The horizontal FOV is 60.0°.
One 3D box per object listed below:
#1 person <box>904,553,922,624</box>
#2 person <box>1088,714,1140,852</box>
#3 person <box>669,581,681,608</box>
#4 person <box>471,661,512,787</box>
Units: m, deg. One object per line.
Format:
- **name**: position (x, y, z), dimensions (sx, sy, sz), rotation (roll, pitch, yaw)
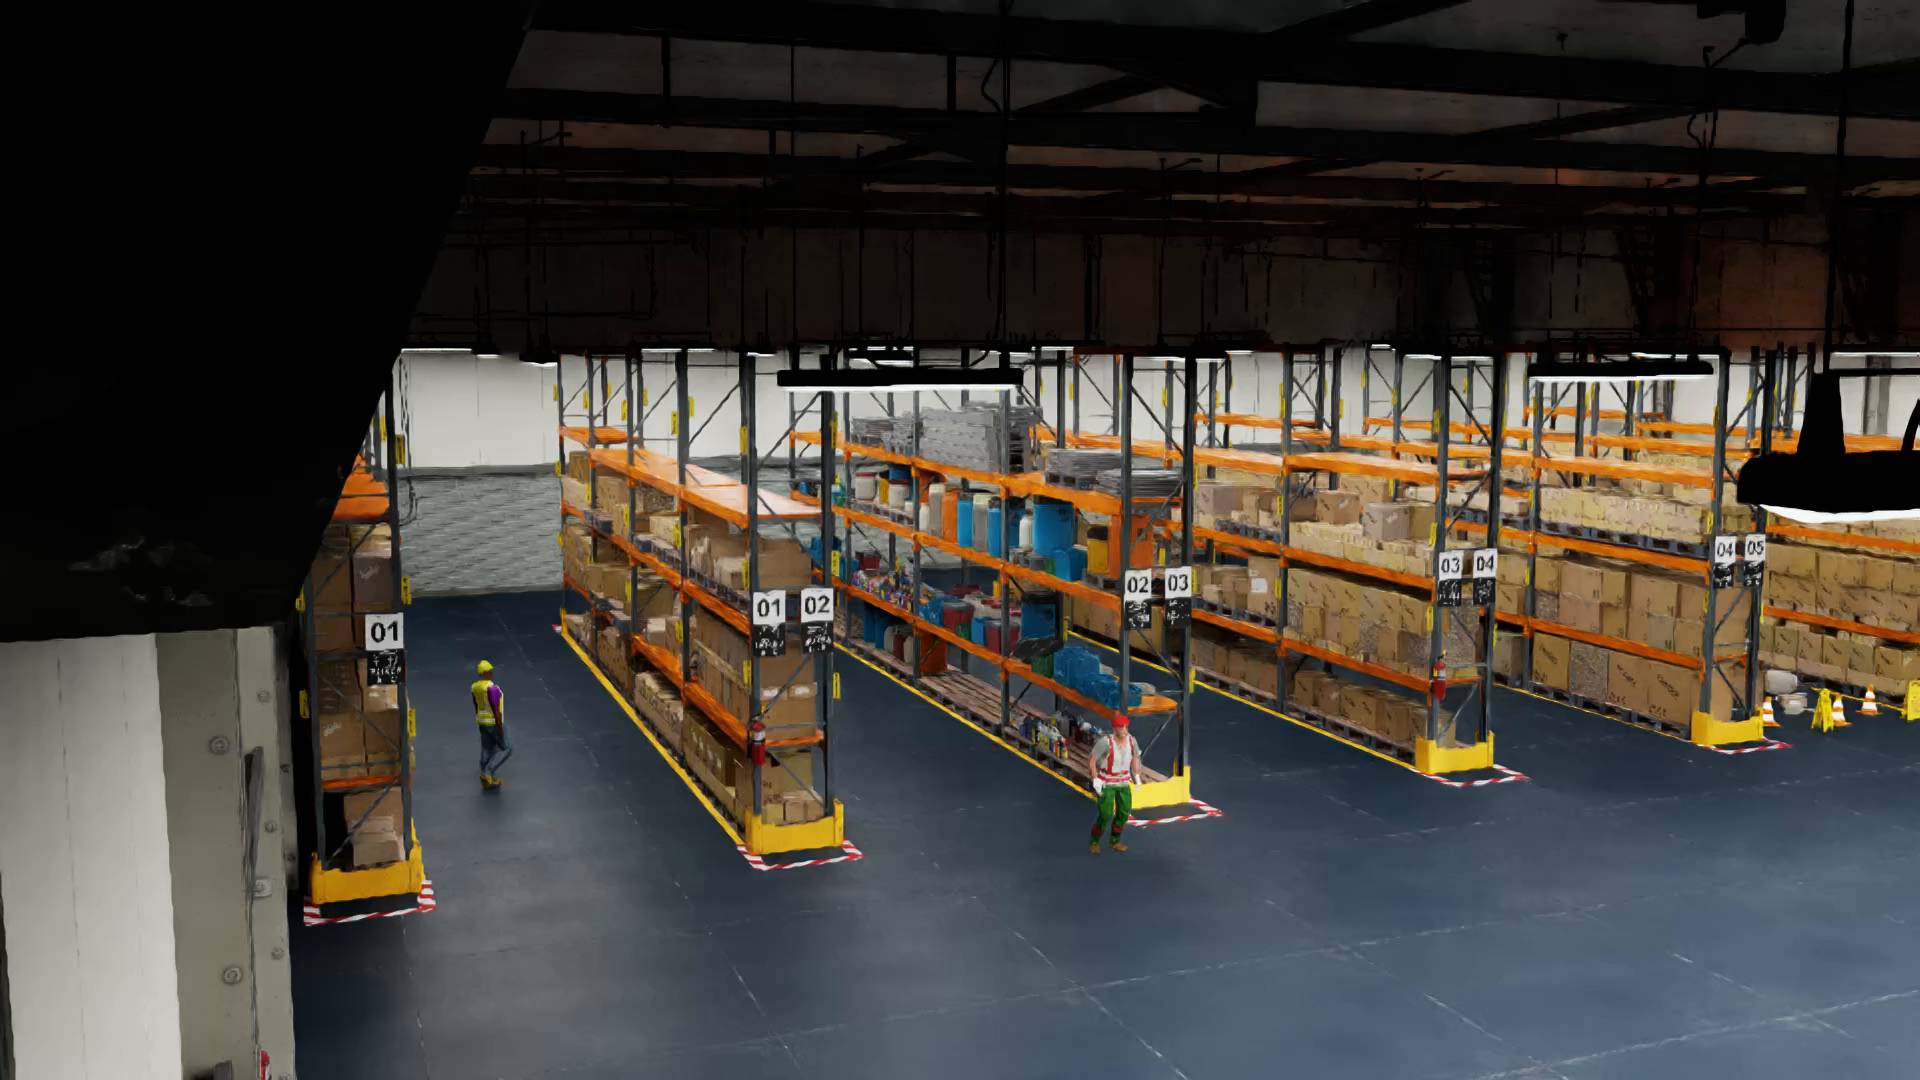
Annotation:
- **person**: position (-0.995, 1.087, 34.612), dimensions (0.363, 1.685, 0.598), rotation (-4, 8, -30)
- **person**: position (1.871, 2.935, 20.077), dimensions (0.677, 1.742, 0.552), rotation (-3, 8, -23)
- **person**: position (-5.988, 1.136, 34.384), dimensions (0.542, 1.645, 1.126), rotation (-3, 8, -19)
- **person**: position (-6.503, 2.542, 22.987), dimensions (0.609, 1.763, 0.457), rotation (6, 10, 42)
